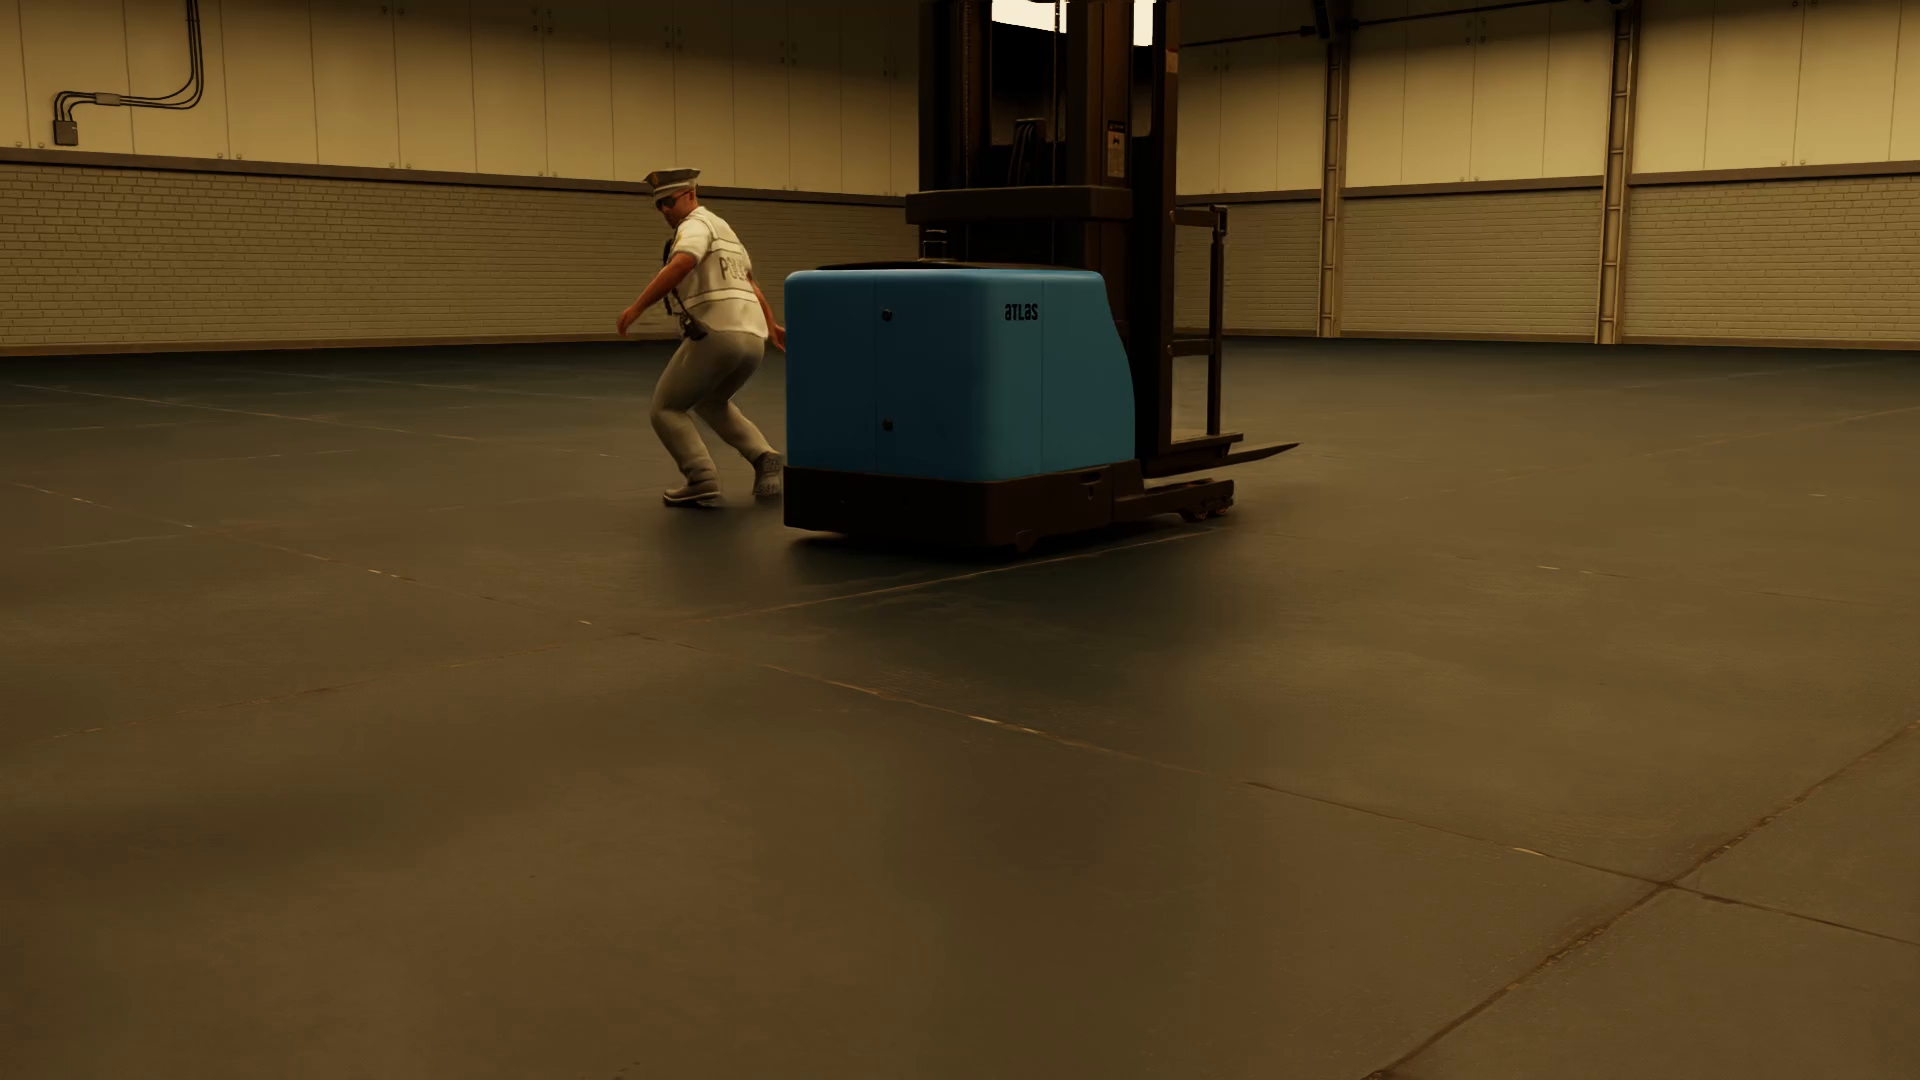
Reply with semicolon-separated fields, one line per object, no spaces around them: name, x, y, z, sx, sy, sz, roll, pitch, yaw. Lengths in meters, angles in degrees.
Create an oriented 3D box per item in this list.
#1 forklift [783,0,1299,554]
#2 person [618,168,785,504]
forklift;0.574;-1.573;7.318;1.130;2.935;3.031;6;11;36
person;-1.171;-0.941;7.982;0.550;1.648;1.003;4;9;22
